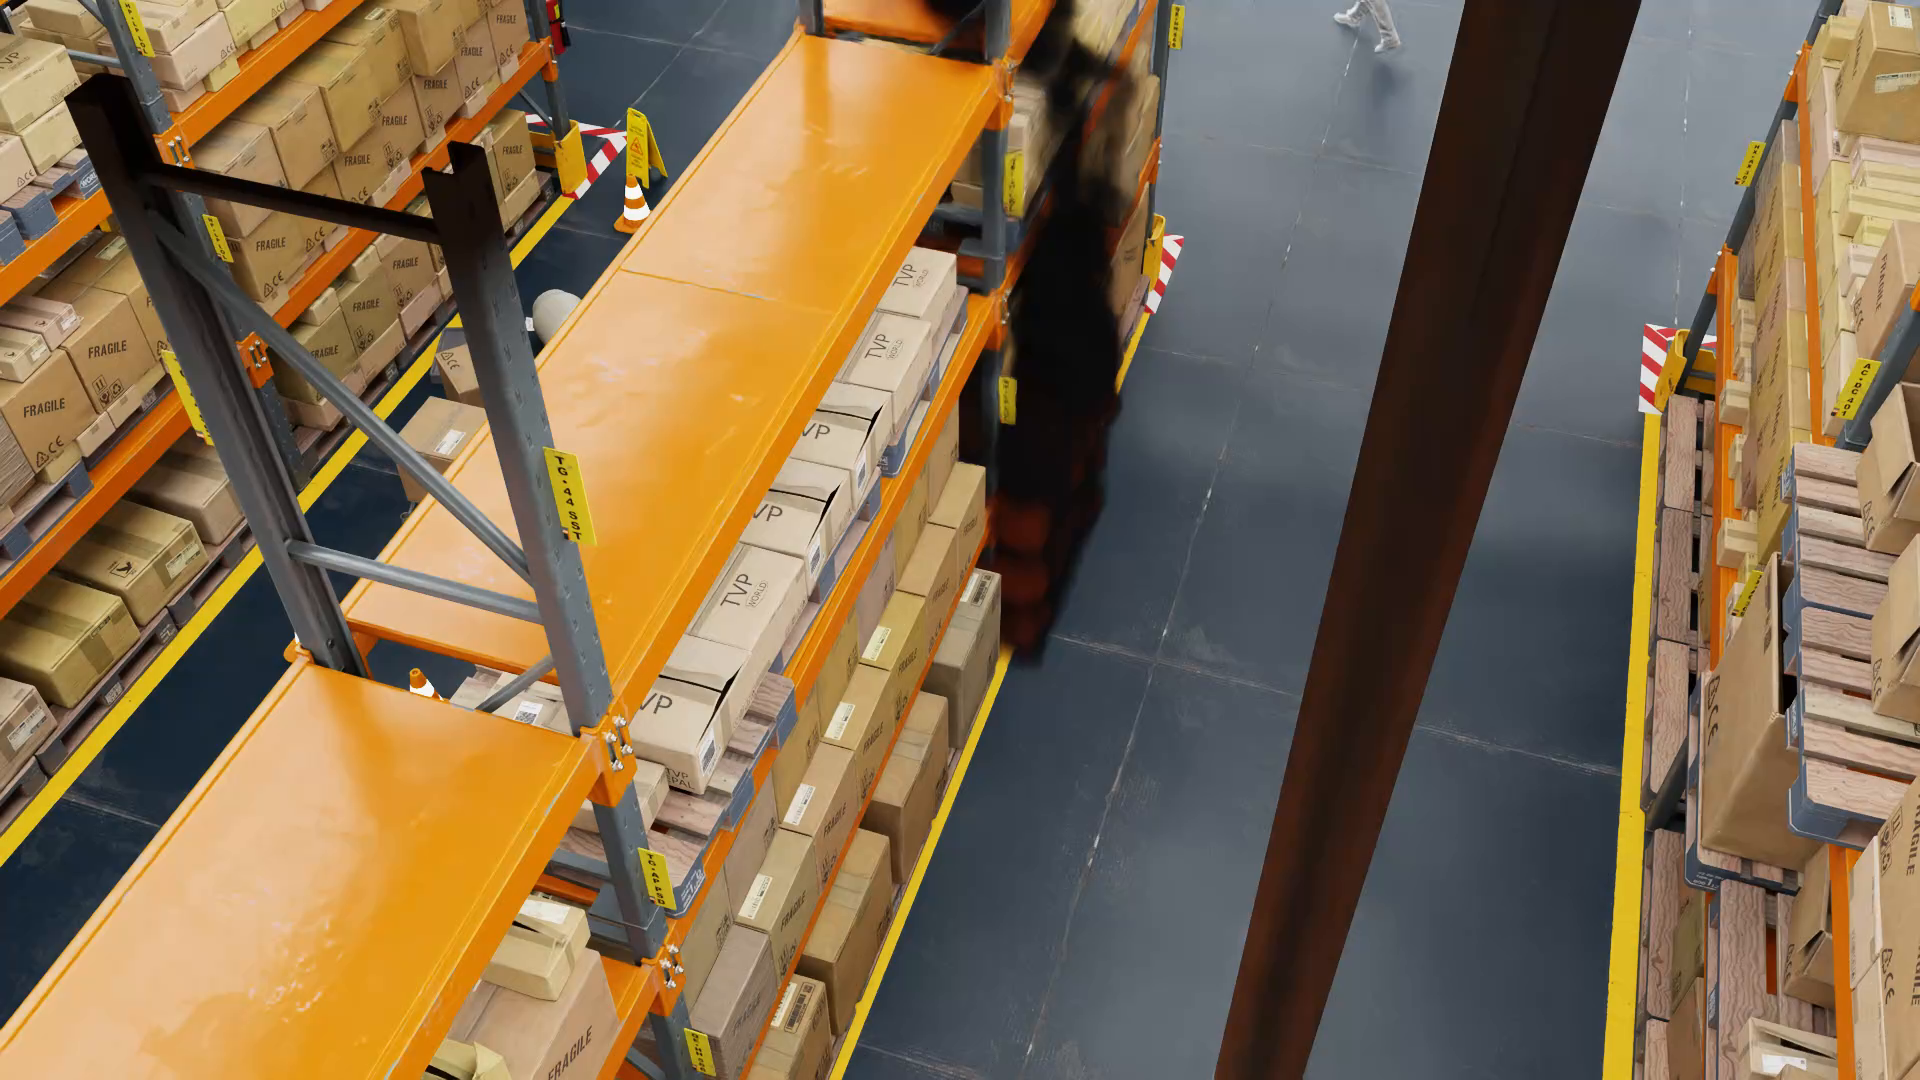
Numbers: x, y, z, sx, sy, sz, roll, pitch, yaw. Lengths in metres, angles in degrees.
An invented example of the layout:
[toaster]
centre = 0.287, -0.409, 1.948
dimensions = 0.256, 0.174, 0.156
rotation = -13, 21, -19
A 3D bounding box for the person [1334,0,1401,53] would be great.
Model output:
[person]
centre = 3.822, -5.332, 15.055
dimensions = 0.682, 1.773, 0.993
rotation = -24, 50, -22
